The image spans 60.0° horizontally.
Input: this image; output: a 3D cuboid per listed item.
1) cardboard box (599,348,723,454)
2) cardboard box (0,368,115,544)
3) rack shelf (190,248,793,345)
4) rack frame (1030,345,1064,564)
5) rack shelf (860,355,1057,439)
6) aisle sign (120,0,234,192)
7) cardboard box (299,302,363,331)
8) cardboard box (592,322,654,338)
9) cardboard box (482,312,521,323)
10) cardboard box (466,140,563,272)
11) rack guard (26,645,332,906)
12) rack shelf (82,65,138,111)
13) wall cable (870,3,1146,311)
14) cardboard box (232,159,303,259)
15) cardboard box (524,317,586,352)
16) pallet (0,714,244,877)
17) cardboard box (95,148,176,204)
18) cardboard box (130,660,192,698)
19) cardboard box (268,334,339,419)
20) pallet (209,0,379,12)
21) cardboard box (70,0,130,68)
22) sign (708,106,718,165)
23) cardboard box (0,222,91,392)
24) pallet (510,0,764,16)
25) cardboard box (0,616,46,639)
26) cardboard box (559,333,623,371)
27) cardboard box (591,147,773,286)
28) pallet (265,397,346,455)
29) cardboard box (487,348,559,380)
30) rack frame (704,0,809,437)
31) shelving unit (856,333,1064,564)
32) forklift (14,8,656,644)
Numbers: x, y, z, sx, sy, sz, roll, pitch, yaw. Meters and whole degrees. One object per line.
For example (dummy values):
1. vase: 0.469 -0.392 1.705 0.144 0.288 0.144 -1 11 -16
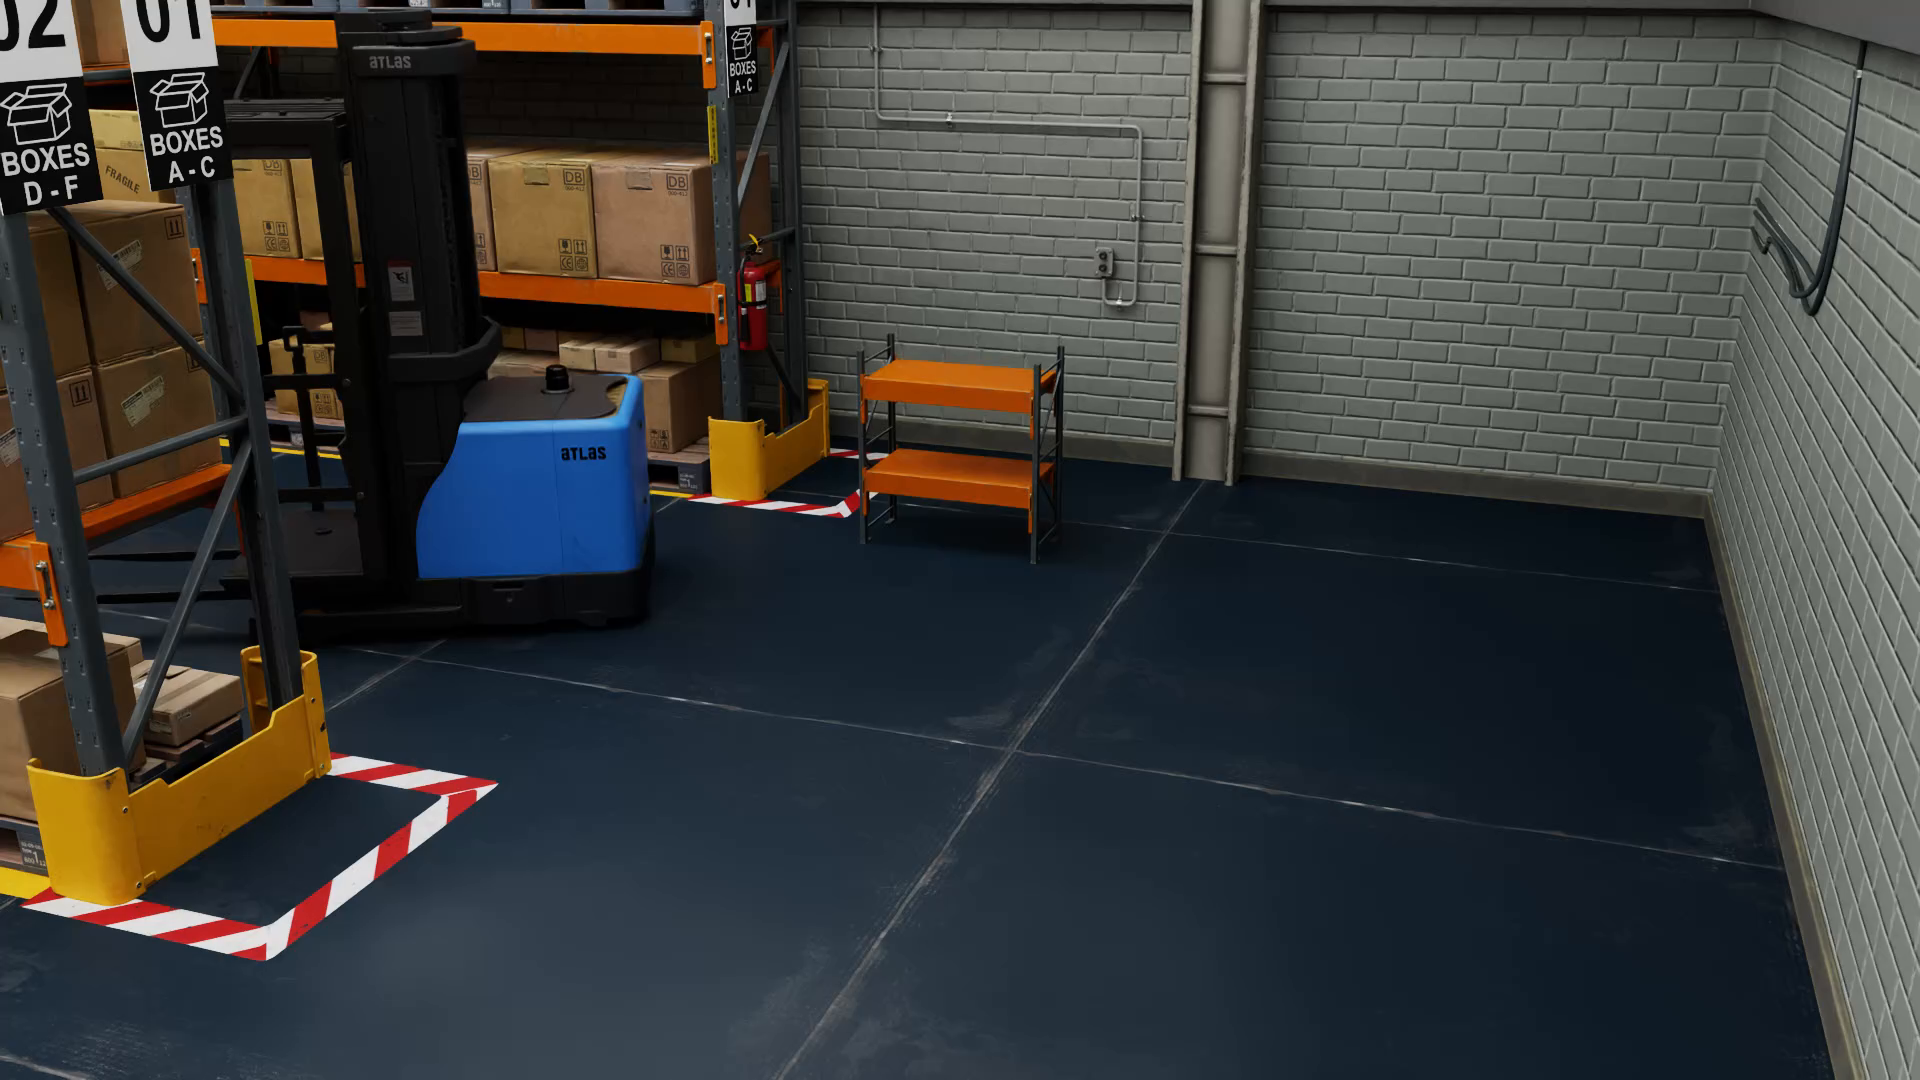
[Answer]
1. cardboard box: -1.930 -0.913 10.799 0.500 0.500 0.700 7 20 18
2. cardboard box: -3.370 -0.321 5.788 0.500 0.500 0.500 7 20 20
3. rack shelf: -3.125 -1.727 11.067 4.000 0.370 1.077 7 20 18
4. rack frame: 0.487 -0.476 9.231 0.032 1.125 0.500 7 20 18
5. rack shelf: 0.006 -0.807 9.293 1.000 0.278 0.538 7 20 18
6. aisle sign: -2.697 -1.622 5.722 0.004 0.787 0.394 7 20 18
7. cardboard box: -4.413 -1.572 11.703 0.250 0.149 0.380 6 20 18
8. cardboard box: -2.225 -1.323 10.988 0.250 0.149 0.380 7 20 18
9. cardboard box: -3.183 -1.432 11.302 0.250 0.149 0.380 6 20 17
10. cardboard box: -3.129 -2.205 10.888 0.700 0.700 0.980 6 20 15
11. rack guard: -2.930 0.862 6.344 0.348 0.500 1.175 7 20 18
12. rack shelf: -4.747 -1.603 6.153 4.000 0.370 1.077 7 20 18
13. wall cable: 0.284 -2.486 10.608 1.851 1.984 0.084 7 20 18
14. cardboard box: -4.507 -2.361 11.336 0.700 0.700 0.980 7 20 19
15. cardboard box: -2.702 -1.377 11.144 0.250 0.149 0.380 7 20 19
16. pallet: -3.683 0.913 6.638 1.213 0.211 1.003 7 20 18
17. cardboard box: -5.533 -2.451 11.418 0.500 0.500 0.500 6 20 17
18. cardboard box: -3.377 0.641 6.817 0.250 0.166 0.380 7 20 18
19. cardboard box: -4.342 -1.188 11.587 0.500 0.500 0.700 7 20 19
20. pallet: -4.245 -3.566 10.826 1.213 0.211 1.003 7 20 18
21. cardboard box: -3.260 -1.790 5.826 0.500 0.250 0.500 7 20 18
22. sign: -1.427 -2.342 9.619 0.005 0.325 0.100 7 20 18
23. cardboard box: -3.369 -0.792 5.620 0.500 0.500 0.500 6 20 18
24. pallet: -1.940 -3.302 10.070 1.213 0.211 1.003 7 20 18
25. cardboard box: -4.223 0.526 7.020 0.500 0.250 0.500 7 20 18
26. cardboard box: -2.353 -1.204 10.648 0.250 0.149 0.380 7 20 20
27. cardboard box: -1.721 -2.044 10.428 0.700 0.700 0.980 7 21 21
28. pallet: -4.322 -0.860 11.722 1.213 0.211 1.003 7 20 18
29. cardboard box: -2.878 -1.021 11.109 0.500 0.500 0.700 6 20 16
30. rack frame: -1.236 -1.851 10.329 0.127 3.000 1.000 7 20 18
31. shelving unit: 0.006 -0.530 9.389 1.048 1.125 0.538 7 20 18
32. forklift: -3.134 -1.053 8.144 3.031 2.935 1.130 -2 19 -6
